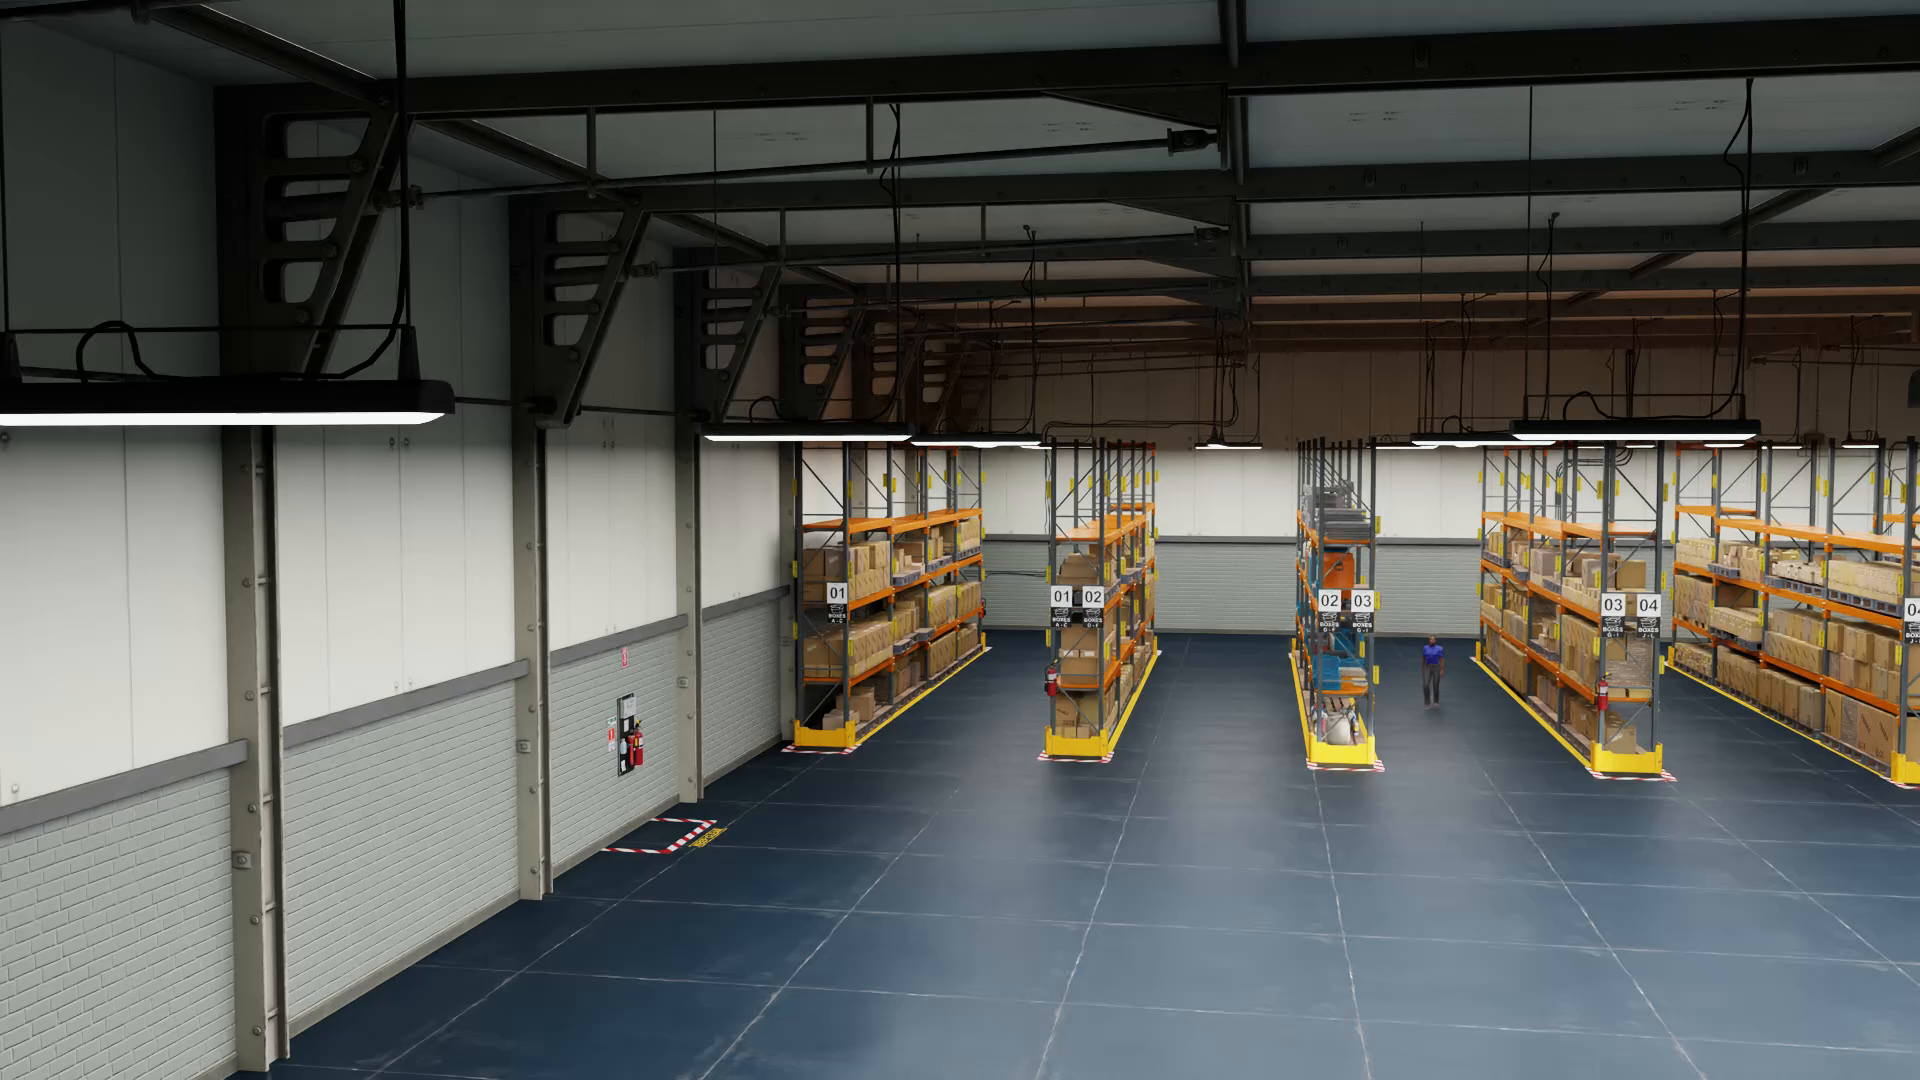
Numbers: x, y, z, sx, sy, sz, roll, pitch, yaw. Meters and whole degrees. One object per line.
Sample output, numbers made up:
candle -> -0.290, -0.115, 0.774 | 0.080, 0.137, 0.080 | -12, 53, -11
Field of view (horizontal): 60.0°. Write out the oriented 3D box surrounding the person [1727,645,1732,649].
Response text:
person -> 22.287, 2.454, 47.546 | 0.468, 1.496, 0.937 | -2, 4, -33

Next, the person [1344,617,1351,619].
person -> 11.539, 2.213, 49.519 | 0.449, 1.784, 0.612 | -1, 3, -11

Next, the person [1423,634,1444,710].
person -> 10.563, 2.954, 37.114 | 0.502, 1.721, 0.521 | 2, 3, 27
